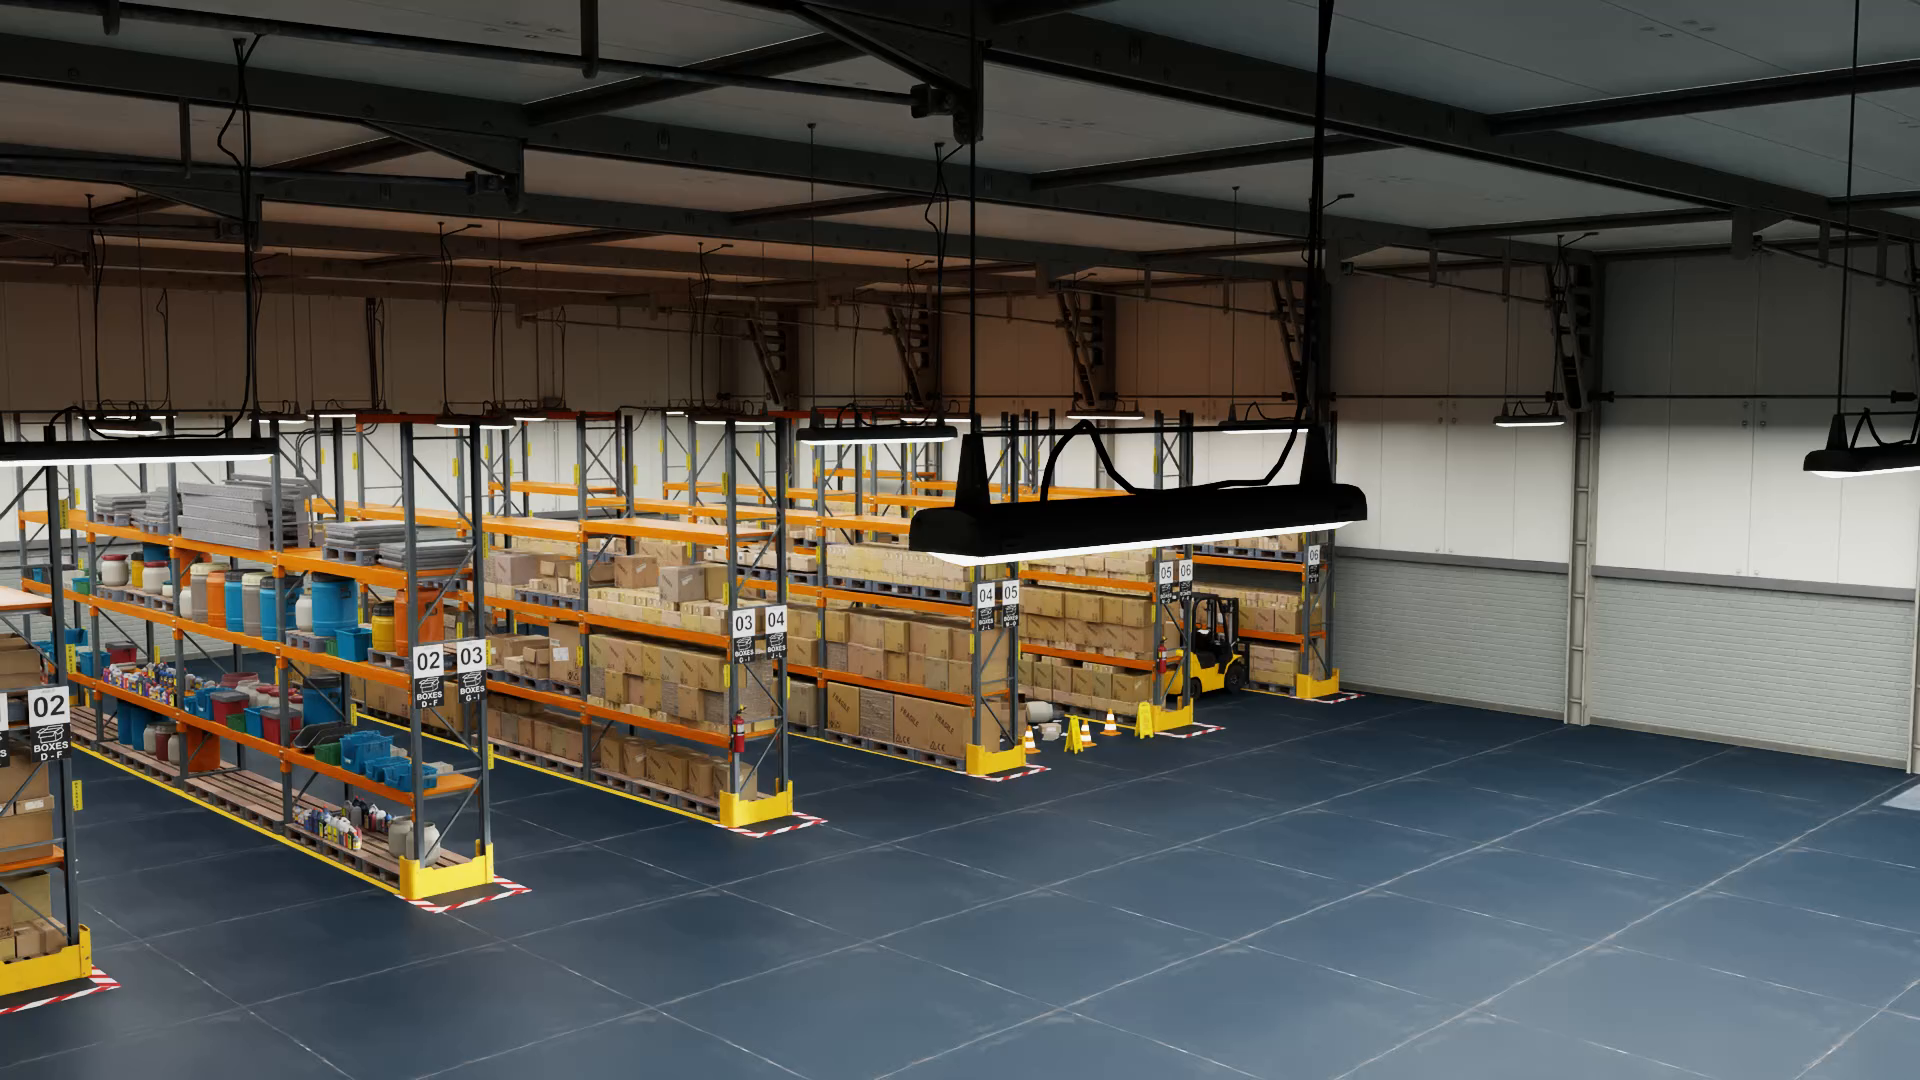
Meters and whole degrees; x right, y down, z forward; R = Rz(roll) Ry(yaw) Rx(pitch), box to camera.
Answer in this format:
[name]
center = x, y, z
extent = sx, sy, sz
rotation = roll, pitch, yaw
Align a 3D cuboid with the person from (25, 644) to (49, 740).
[person]
center = -16.972, 2.789, 30.468
extent = 0.527, 1.783, 0.590
rotation = 3, 6, 34
